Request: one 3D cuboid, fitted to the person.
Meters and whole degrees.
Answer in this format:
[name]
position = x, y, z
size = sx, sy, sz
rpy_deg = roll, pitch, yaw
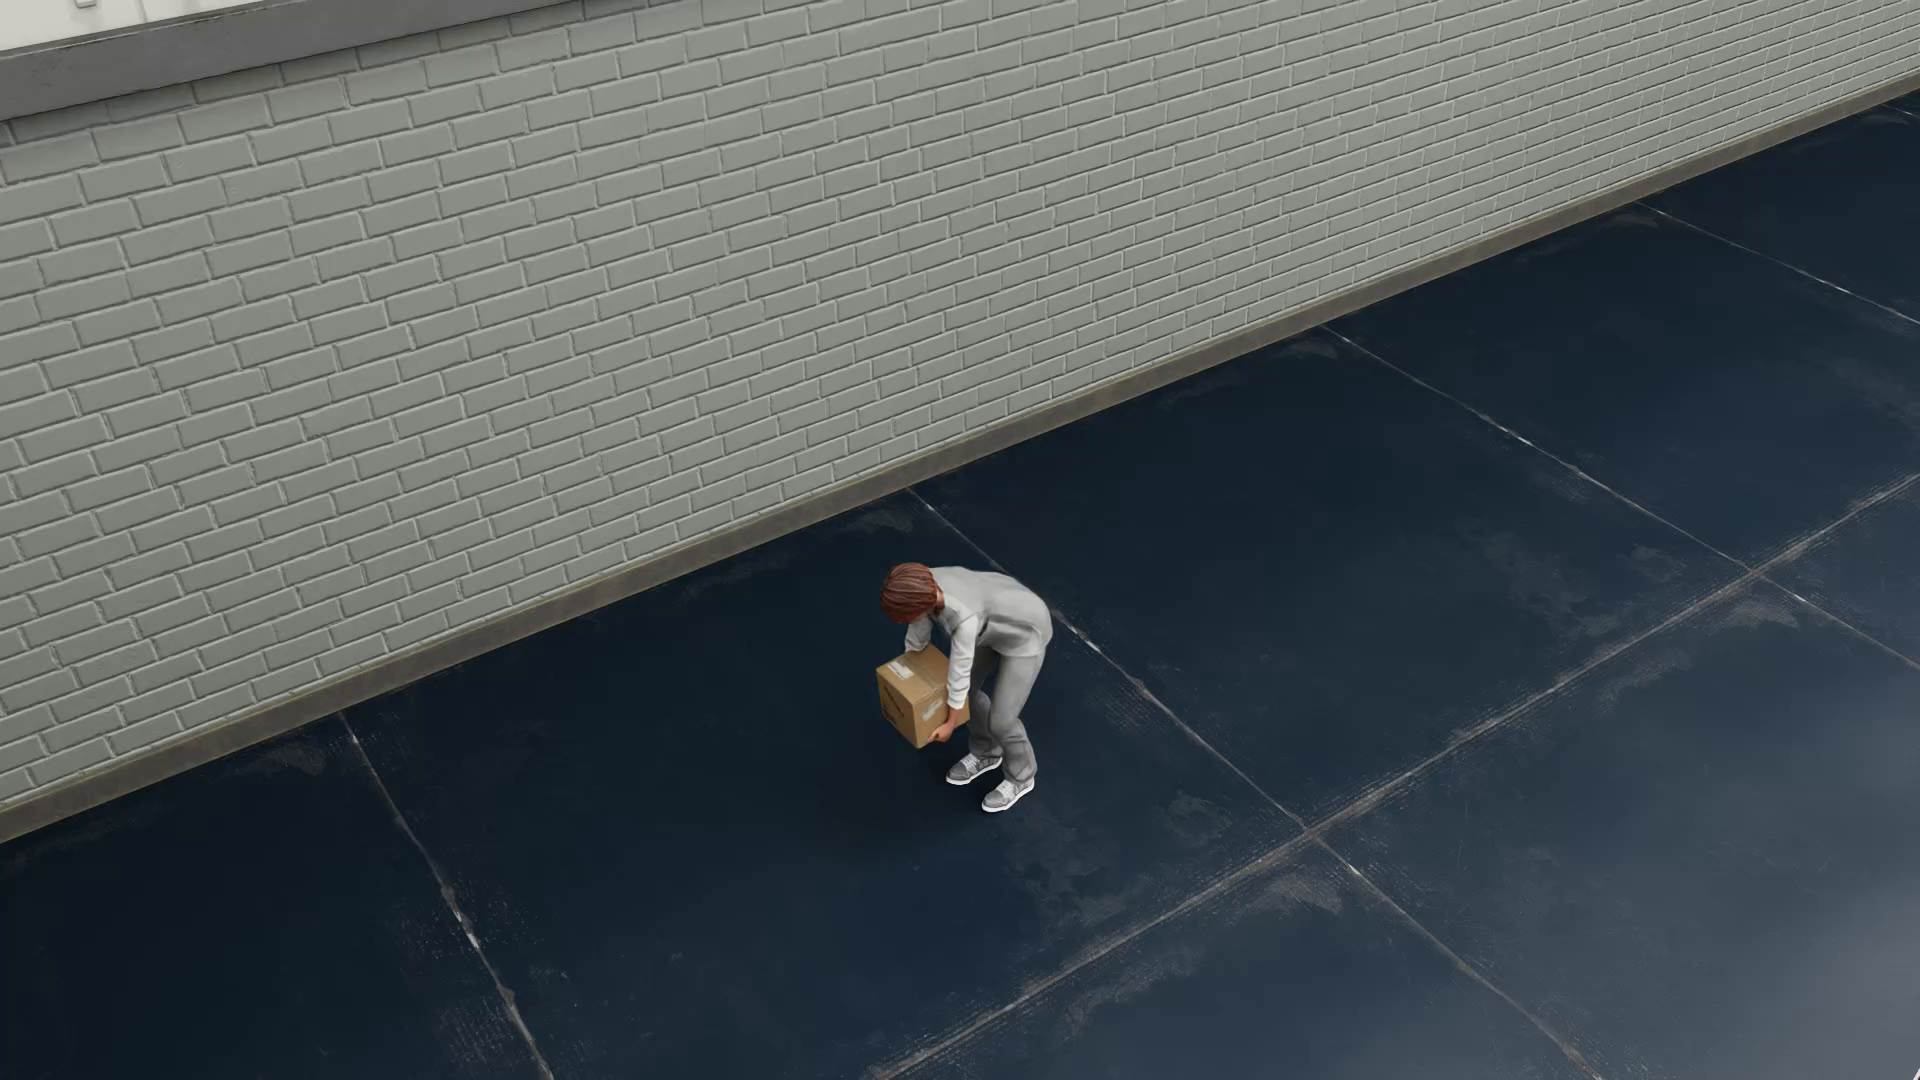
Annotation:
[person]
position = 0.092, 0.533, 6.579
size = 0.539, 1.117, 0.380
rpy_deg = -24, 43, -28
